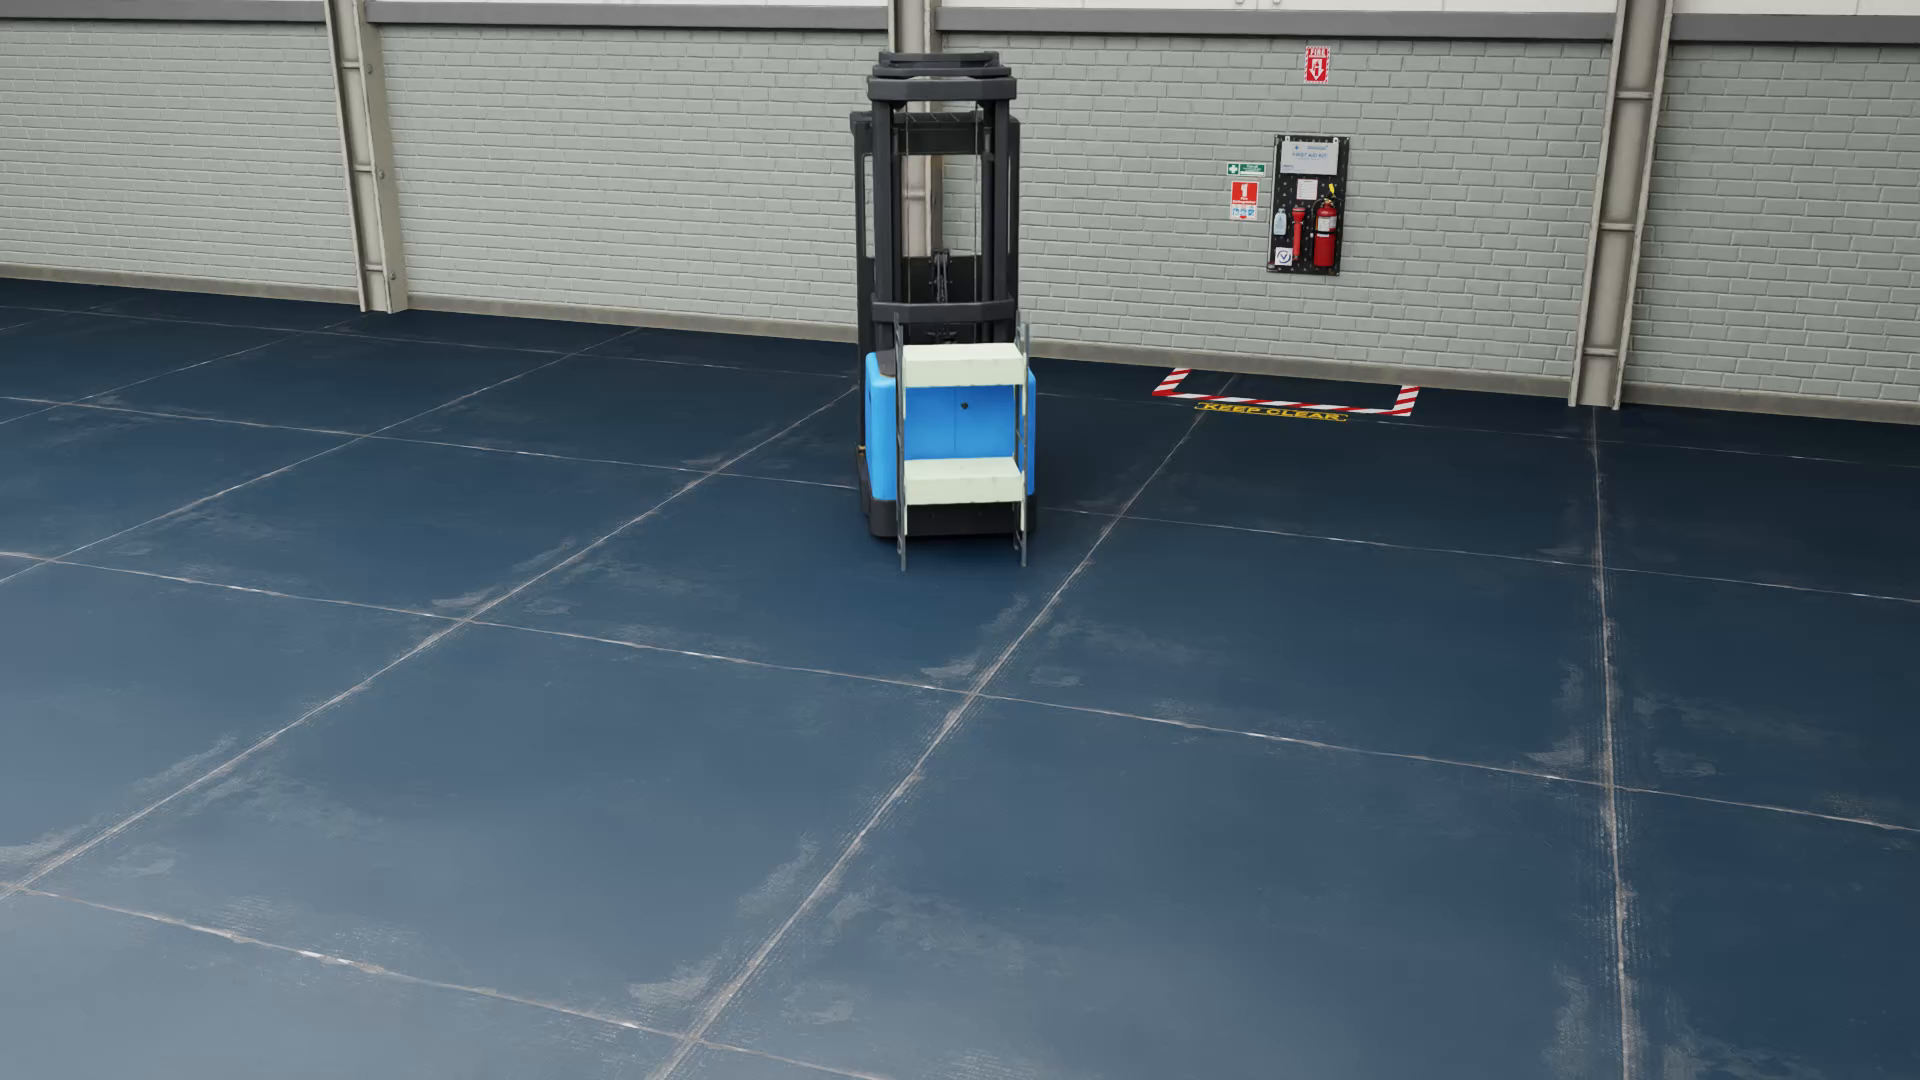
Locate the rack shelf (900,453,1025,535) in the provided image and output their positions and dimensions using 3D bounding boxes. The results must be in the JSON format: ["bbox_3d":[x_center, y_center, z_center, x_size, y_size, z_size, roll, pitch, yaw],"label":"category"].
[{"bbox_3d":[0.005,-0.285,10.106,0.720,0.370,0.431,-2,19,-6],"label":"rack shelf"}]

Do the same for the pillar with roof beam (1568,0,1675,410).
[{"bbox_3d":[3.857,-4.046,8.513,0.400,9.000,9.100,7,20,18],"label":"pillar with roof beam"}]

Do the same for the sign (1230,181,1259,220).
[{"bbox_3d":[2.460,-2.939,14.398,0.234,0.329,0.001,7,20,18],"label":"sign"}]

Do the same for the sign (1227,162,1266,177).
[{"bbox_3d":[2.461,-3.186,14.301,0.331,0.109,0.001,7,20,18],"label":"sign"}]

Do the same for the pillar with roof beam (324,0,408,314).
[{"bbox_3d":[-7.478,-5.343,12.231,0.400,9.000,9.100,7,20,18],"label":"pillar with roof beam"}]

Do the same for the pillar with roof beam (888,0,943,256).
[{"bbox_3d":[-1.810,-4.694,10.372,0.400,9.000,9.100,7,20,18],"label":"pillar with roof beam"}]

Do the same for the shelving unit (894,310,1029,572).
[{"bbox_3d":[0.005,-0.593,9.999,0.755,1.500,0.431,-2,19,-6],"label":"shelving unit"}]

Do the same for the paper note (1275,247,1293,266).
[{"bbox_3d":[2.804,-2.455,14.401,0.142,0.148,0.016,7,20,18],"label":"paper note"}]

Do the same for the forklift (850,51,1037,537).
[{"bbox_3d":[-0.175,-1.843,11.411,1.130,2.935,3.031,-2,19,-5],"label":"forklift"}]

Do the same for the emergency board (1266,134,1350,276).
[{"bbox_3d":[2.948,-2.831,14.140,0.643,1.169,0.194,7,20,18],"label":"emergency board"}]

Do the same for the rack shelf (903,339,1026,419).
[{"bbox_3d":[0.005,-0.961,9.870,0.720,0.370,0.431,-2,19,-6],"label":"rack shelf"}]

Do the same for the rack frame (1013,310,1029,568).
[{"bbox_3d":[0.369,-0.606,10.036,0.023,1.500,0.400,-2,19,-6],"label":"rack frame"}]

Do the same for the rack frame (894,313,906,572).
[{"bbox_3d":[-0.359,-0.580,9.961,0.023,1.500,0.400,-2,19,-6],"label":"rack frame"}]

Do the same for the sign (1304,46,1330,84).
[{"bbox_3d":[2.973,-3.957,13.850,0.199,0.298,0.001,7,20,18],"label":"sign"}]
